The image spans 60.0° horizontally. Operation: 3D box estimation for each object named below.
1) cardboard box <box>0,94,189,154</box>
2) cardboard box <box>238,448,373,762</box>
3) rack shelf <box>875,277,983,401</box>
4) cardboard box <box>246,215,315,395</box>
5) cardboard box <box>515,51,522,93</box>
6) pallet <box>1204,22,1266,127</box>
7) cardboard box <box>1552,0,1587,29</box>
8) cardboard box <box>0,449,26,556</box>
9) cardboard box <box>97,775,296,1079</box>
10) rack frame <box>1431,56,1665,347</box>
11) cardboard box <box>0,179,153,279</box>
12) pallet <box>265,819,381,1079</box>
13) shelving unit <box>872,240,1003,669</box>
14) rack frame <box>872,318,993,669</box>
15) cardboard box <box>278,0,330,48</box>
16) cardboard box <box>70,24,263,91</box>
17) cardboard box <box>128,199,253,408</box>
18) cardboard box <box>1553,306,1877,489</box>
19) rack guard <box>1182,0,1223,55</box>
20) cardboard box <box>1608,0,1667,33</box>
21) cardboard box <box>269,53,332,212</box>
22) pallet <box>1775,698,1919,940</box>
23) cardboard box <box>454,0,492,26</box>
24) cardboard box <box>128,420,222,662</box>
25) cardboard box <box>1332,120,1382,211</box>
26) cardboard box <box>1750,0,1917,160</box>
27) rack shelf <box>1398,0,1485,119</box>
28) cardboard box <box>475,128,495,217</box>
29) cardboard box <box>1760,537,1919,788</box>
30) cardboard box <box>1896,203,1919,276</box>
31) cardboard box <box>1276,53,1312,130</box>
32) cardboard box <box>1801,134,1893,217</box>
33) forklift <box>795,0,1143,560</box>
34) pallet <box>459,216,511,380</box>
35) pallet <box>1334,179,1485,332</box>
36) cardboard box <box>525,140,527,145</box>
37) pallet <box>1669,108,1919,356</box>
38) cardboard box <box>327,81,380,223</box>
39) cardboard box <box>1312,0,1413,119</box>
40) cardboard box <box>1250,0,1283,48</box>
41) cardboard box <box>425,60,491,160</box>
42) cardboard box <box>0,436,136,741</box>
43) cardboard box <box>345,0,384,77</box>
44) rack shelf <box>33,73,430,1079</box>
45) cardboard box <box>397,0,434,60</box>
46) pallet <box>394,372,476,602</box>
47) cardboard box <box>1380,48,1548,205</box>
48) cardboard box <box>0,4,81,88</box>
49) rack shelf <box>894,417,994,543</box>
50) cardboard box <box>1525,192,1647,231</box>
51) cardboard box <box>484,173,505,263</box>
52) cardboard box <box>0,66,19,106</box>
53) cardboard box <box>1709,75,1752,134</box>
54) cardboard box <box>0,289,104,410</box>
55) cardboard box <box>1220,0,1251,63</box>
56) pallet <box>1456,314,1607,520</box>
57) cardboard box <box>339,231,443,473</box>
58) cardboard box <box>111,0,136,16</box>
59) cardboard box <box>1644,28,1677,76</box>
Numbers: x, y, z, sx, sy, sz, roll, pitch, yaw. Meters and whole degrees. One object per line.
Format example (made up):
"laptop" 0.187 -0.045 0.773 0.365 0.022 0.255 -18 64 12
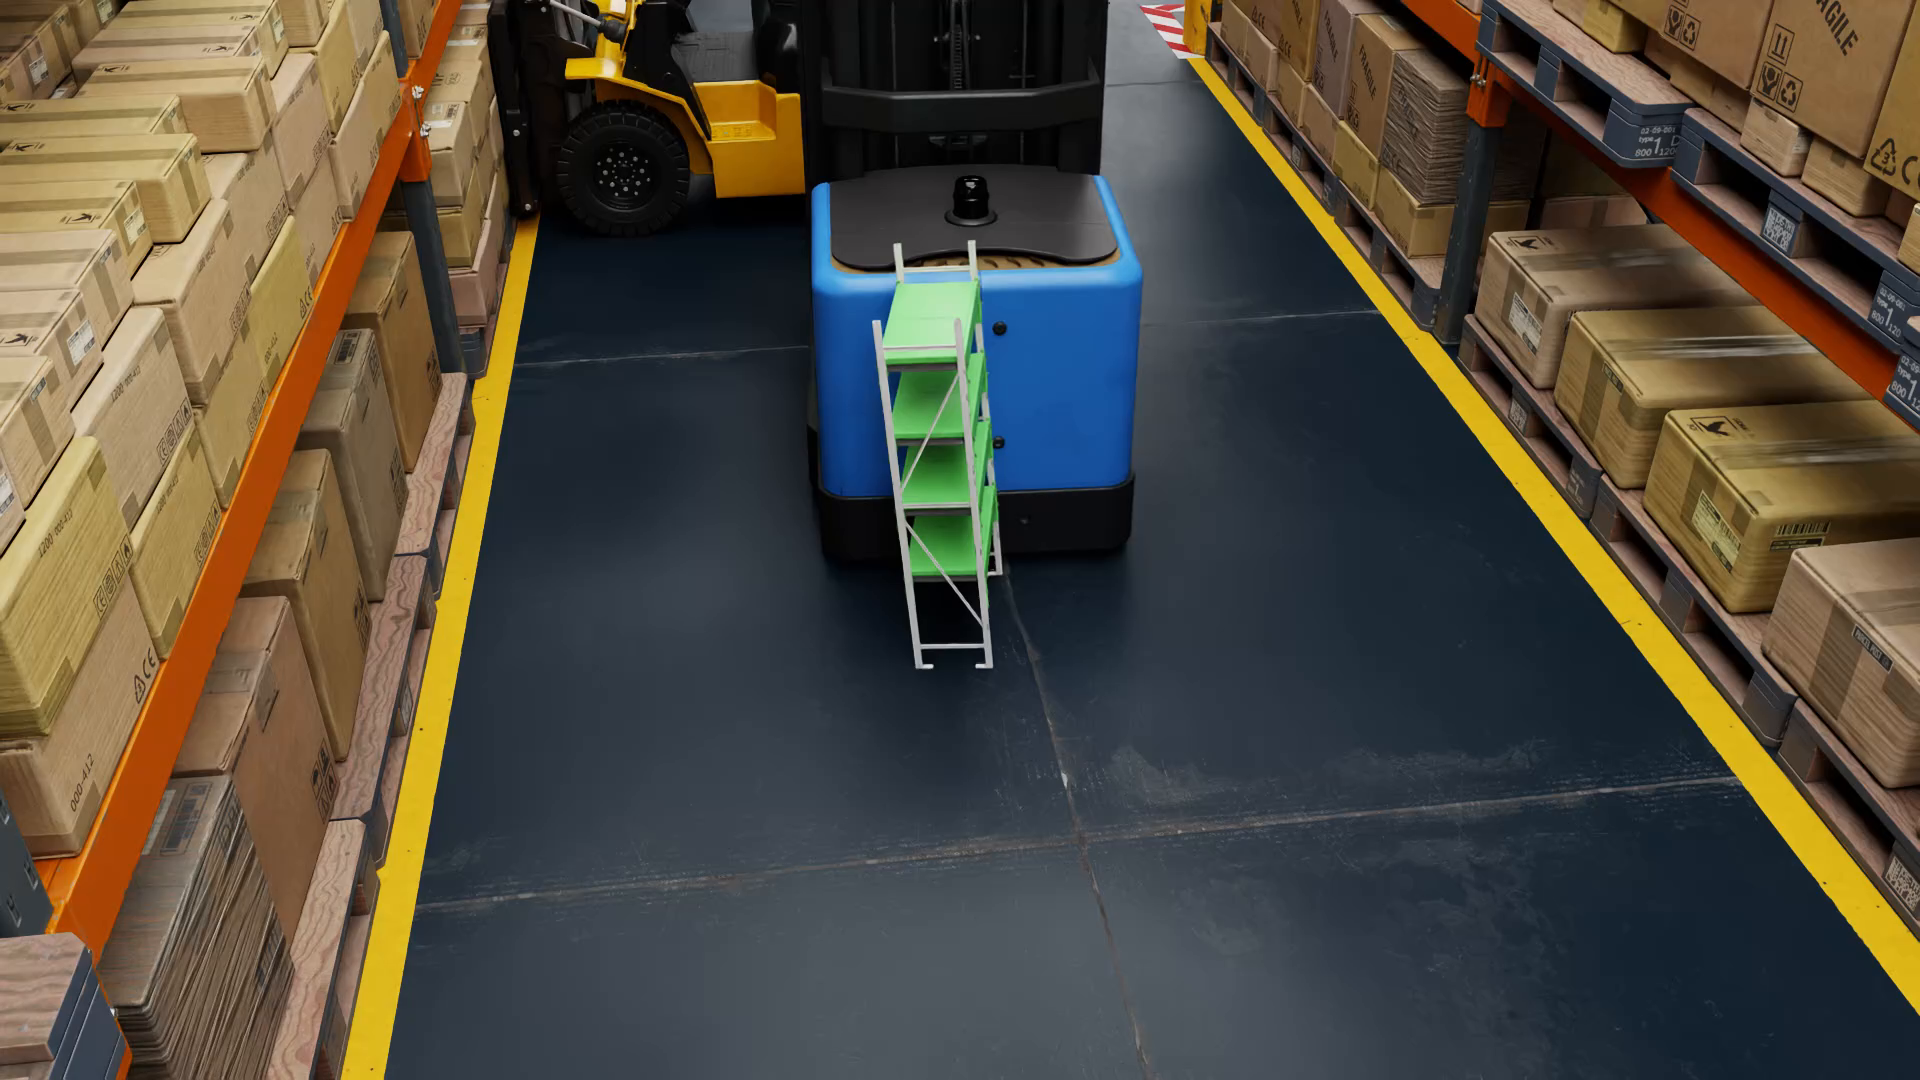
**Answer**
"cardboard box" -1.949 -0.872 3.702 0.380 0.149 0.250 -4 35 -6
"cardboard box" -2.140 0.213 4.509 0.875 0.625 0.625 -6 35 -8
"rack shelf" -0.081 -0.579 4.774 0.258 0.148 0.480 -1 35 7
"cardboard box" -1.908 -0.567 4.052 0.500 0.250 0.500 -3 34 -5
"cardboard box" -2.437 -2.399 8.231 0.500 0.250 0.500 -5 35 -7
"pallet" 2.044 -2.697 9.520 1.003 0.211 1.213 -4 35 -6
"cardboard box" 2.258 -1.853 5.656 0.380 0.149 0.250 -4 34 -6
"cardboard box" -1.634 -0.015 2.444 0.380 0.149 0.250 -3 34 -5
"cardboard box" -1.953 0.953 3.424 0.875 0.625 0.625 -3 34 -5
"rack frame" 2.497 -2.116 6.191 1.000 3.000 0.127 -4 35 -6
"cardboard box" -1.842 -0.588 3.285 0.380 0.149 0.250 -4 34 -6
"pallet" -1.955 1.184 3.825 1.003 0.211 1.213 -4 35 -6
"shelving unit" -0.046 -0.238 5.010 0.258 1.200 0.503 -1 35 7
"rack frame" -0.067 -0.098 4.811 0.240 1.200 0.015 -1 35 7
"cardboard box" -1.955 -1.453 4.554 0.380 0.149 0.250 -5 35 -8
"cardboard box" -1.954 -1.162 4.127 0.380 0.149 0.250 -4 34 -6
"cardboard box" -1.819 -0.489 3.494 0.500 0.250 0.500 -5 35 -8
"cardboard box" 2.670 -0.510 5.795 0.950 0.372 0.625 -2 34 -3
"rack guard" 1.969 -3.273 10.108 1.175 0.500 0.348 -4 35 -6
"cardboard box" 2.344 -1.891 5.135 0.500 0.500 0.500 -4 35 -6
"cardboard box" -1.962 -1.055 4.324 0.500 0.250 0.500 -4 34 -5
"pallet" 2.931 0.832 4.341 1.003 0.211 1.213 -4 35 -6
"cardboard box" -2.375 -2.338 7.699 0.500 0.250 0.500 -5 35 -7
"cardboard box" -1.763 0.009 3.206 0.500 0.250 0.500 -5 35 -7
"cardboard box" 2.070 -1.759 7.736 0.500 0.250 0.500 -5 35 -8
"cardboard box" 2.477 -1.328 4.309 0.500 0.500 0.500 -6 35 -8
"rack shelf" 2.228 -2.935 8.031 1.077 0.370 4.000 -4 35 -6
"cardboard box" -2.250 -1.556 6.994 0.500 0.250 0.500 -5 35 -7
"cardboard box" 2.862 0.301 4.605 0.950 0.372 0.625 -5 35 -7
"cardboard box" 2.495 -0.693 3.954 0.380 0.149 0.250 -4 34 -6
"cardboard box" 1.941 -2.325 8.567 0.500 0.250 0.500 -2 34 -3
"cardboard box" 2.471 -0.977 4.370 0.380 0.149 0.250 -5 35 -8
"forklift" -0.048 -1.953 6.014 1.130 2.935 3.031 -2 34 -4
"pallet" -2.486 -1.032 7.077 1.003 0.211 1.213 -4 35 -6
"pallet" 2.372 -1.336 7.522 1.003 0.211 1.213 -4 35 -6
"cardboard box" -2.375 -1.923 7.976 0.500 0.250 0.500 -3 34 -5
"pallet" 2.728 -0.906 4.586 1.003 0.211 1.213 -4 35 -6
"cardboard box" -2.021 -1.134 4.884 0.500 0.250 0.500 -5 35 -7
"cardboard box" 2.012 -2.341 7.925 0.500 0.500 0.500 -3 34 -4
"cardboard box" 1.872 -2.919 8.773 0.500 0.500 0.500 -6 35 -8
"cardboard box" -2.234 -1.768 6.862 0.500 0.250 0.500 -4 35 -6
"cardboard box" -1.676 0.082 2.656 0.500 0.250 0.500 -4 35 -6
"cardboard box" -2.102 -1.628 5.164 0.500 0.250 0.500 -5 35 -7
"rack shelf" -2.152 -0.324 4.201 1.077 0.370 4.000 -4 35 -6
"cardboard box" -2.222 -2.046 6.001 0.500 0.500 0.500 -5 35 -8
"pallet" -2.283 -0.177 5.823 1.003 0.211 1.213 -4 35 -6
"cardboard box" 2.152 -1.773 7.091 0.500 0.500 0.500 -5 35 -7
"cardboard box" -2.506 -1.260 4.270 0.380 0.149 0.250 -4 35 -6
"rack shelf" -0.041 -0.185 5.046 0.258 0.148 0.480 -1 35 7
"cardboard box" 2.685 -1.503 7.360 0.500 0.250 0.500 -6 35 -9
"cardboard box" -2.242 -1.352 7.139 0.500 0.250 0.500 -5 35 -7
"cardboard box" -2.427 -0.980 3.860 0.380 0.149 0.250 -4 34 -6
"cardboard box" 2.422 -1.276 4.809 0.380 0.149 0.250 -4 34 -6
"cardboard box" -1.731 -0.306 2.870 0.380 0.149 0.250 -3 34 -5
"cardboard box" 1.794 -2.914 9.431 0.500 0.250 0.500 -5 35 -7
"pallet" 2.603 -0.529 6.339 1.003 0.211 1.213 -4 35 -6
"cardboard box" -2.340 -0.640 5.761 0.875 0.625 0.625 -3 34 -4
"cardboard box" -2.569 -1.542 4.684 0.380 0.149 0.250 -4 35 -7
"cardboard box" 2.397 -1.561 5.227 0.380 0.149 0.250 -2 34 -3
